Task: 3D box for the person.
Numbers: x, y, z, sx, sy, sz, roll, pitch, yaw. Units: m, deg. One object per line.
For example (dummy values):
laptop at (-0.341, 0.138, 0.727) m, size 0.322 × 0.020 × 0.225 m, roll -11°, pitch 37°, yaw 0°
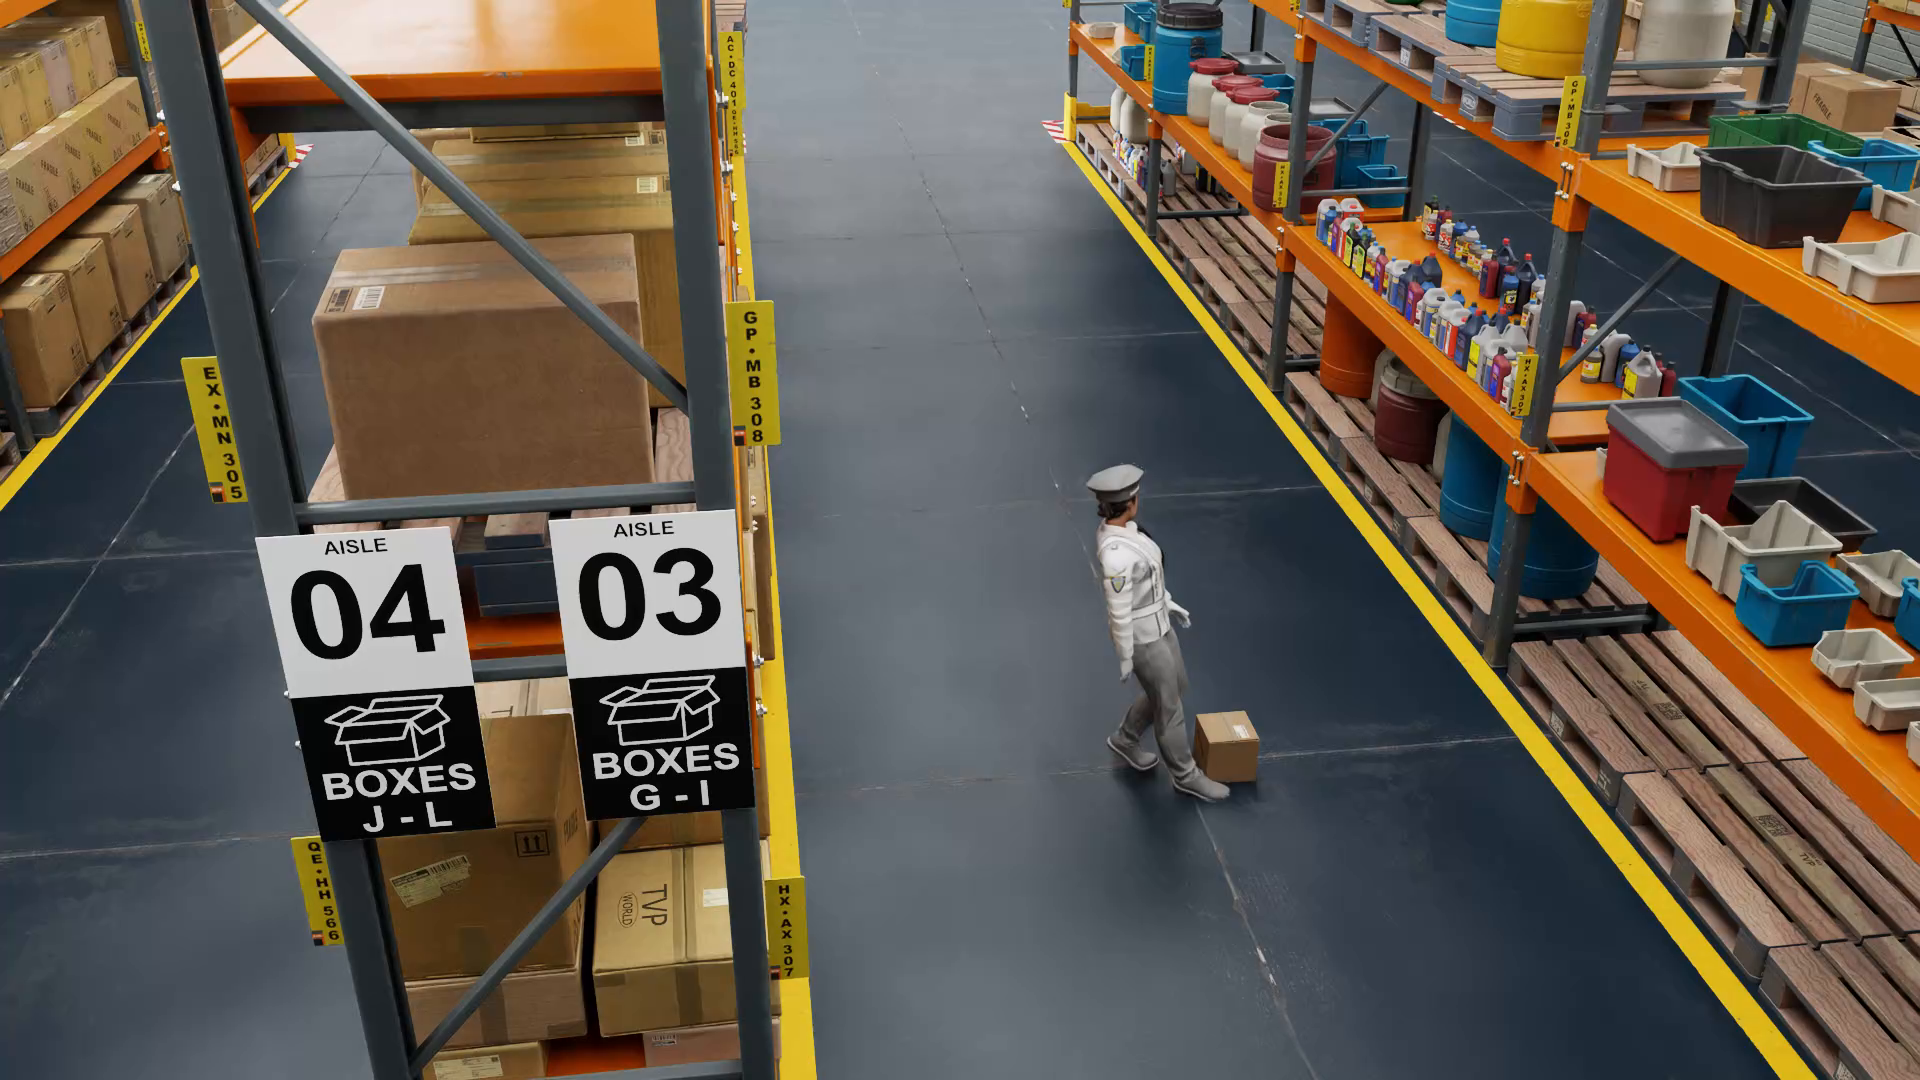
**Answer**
person at (0.941, 0.449, 7.818) m, size 0.755 × 1.652 × 0.515 m, roll 2°, pitch 27°, yaw 3°
